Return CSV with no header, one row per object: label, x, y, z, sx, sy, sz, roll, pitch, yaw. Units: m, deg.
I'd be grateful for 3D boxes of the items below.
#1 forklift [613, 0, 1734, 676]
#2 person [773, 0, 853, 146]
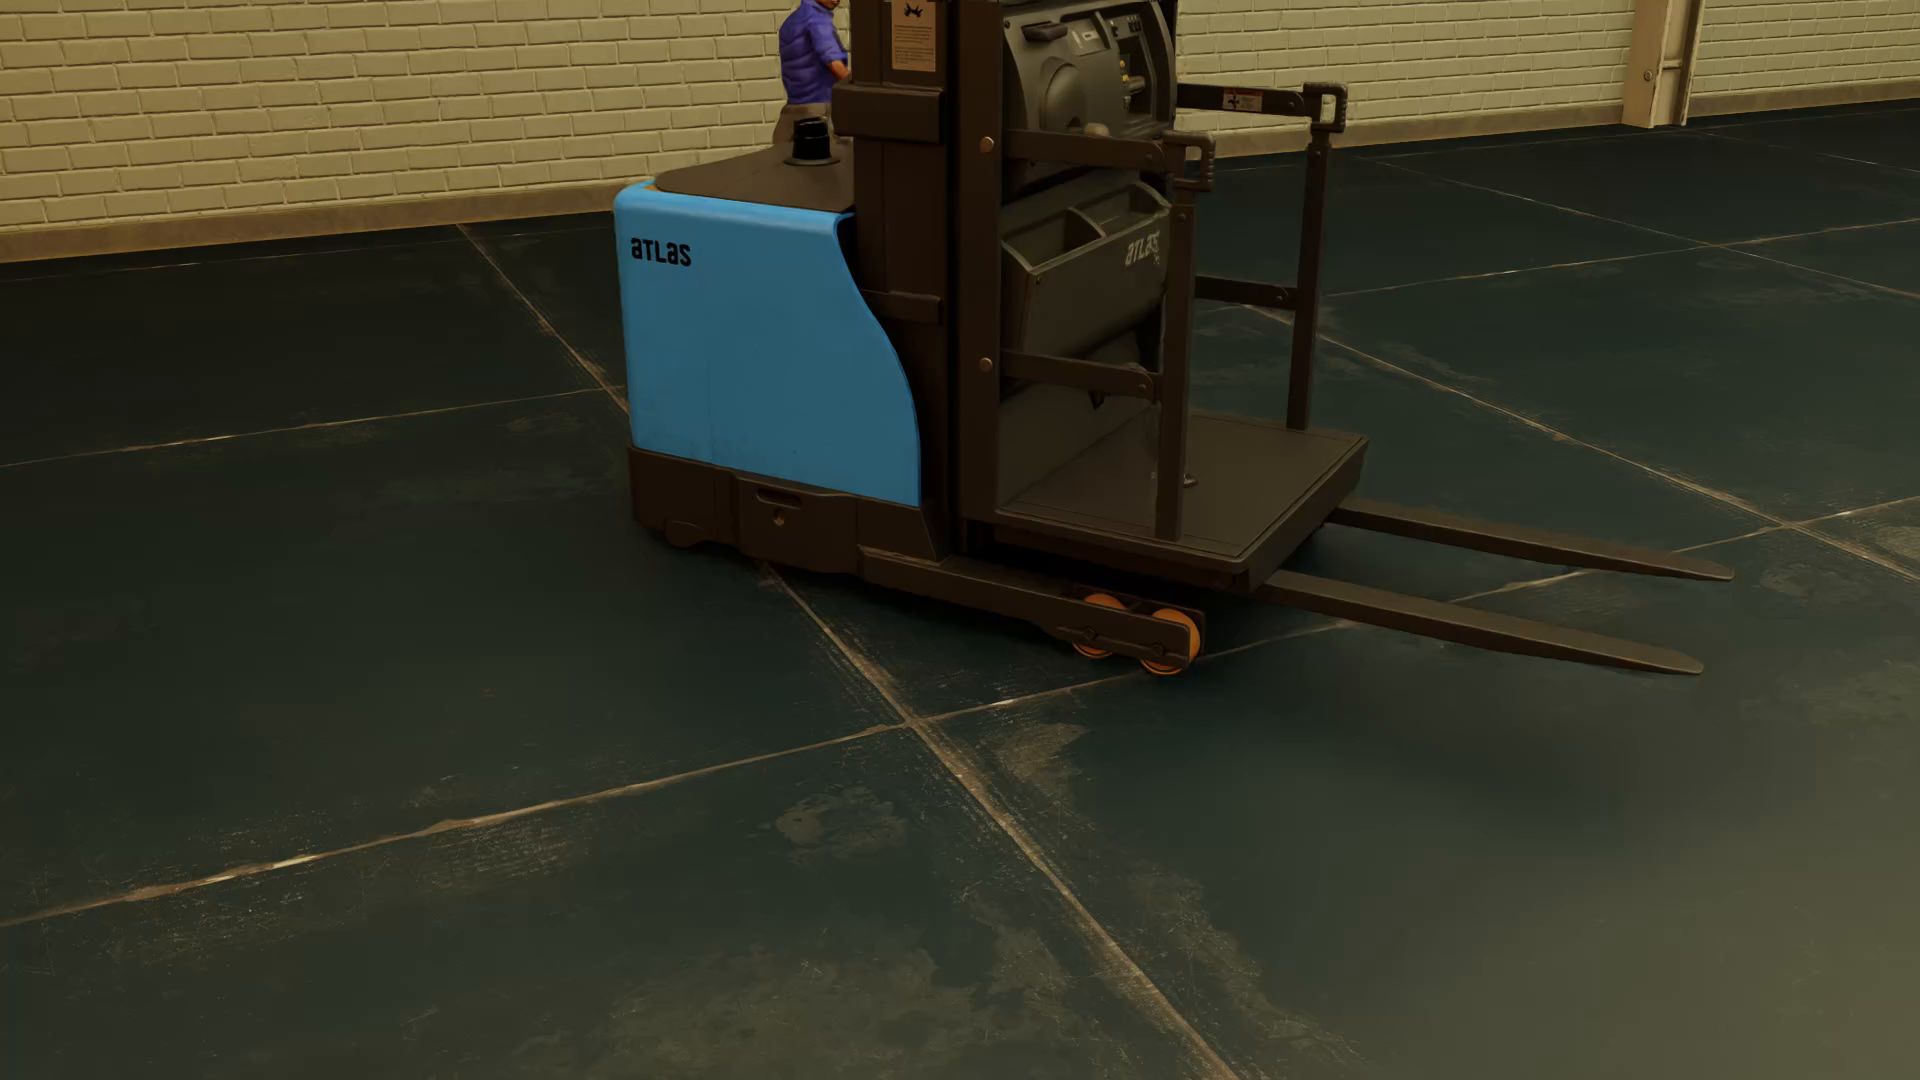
forklift,0.533,-1.239,4.269,3.031,2.935,1.130,12,25,27
person,-0.525,-1.846,7.536,0.748,1.548,0.760,-18,28,-36
